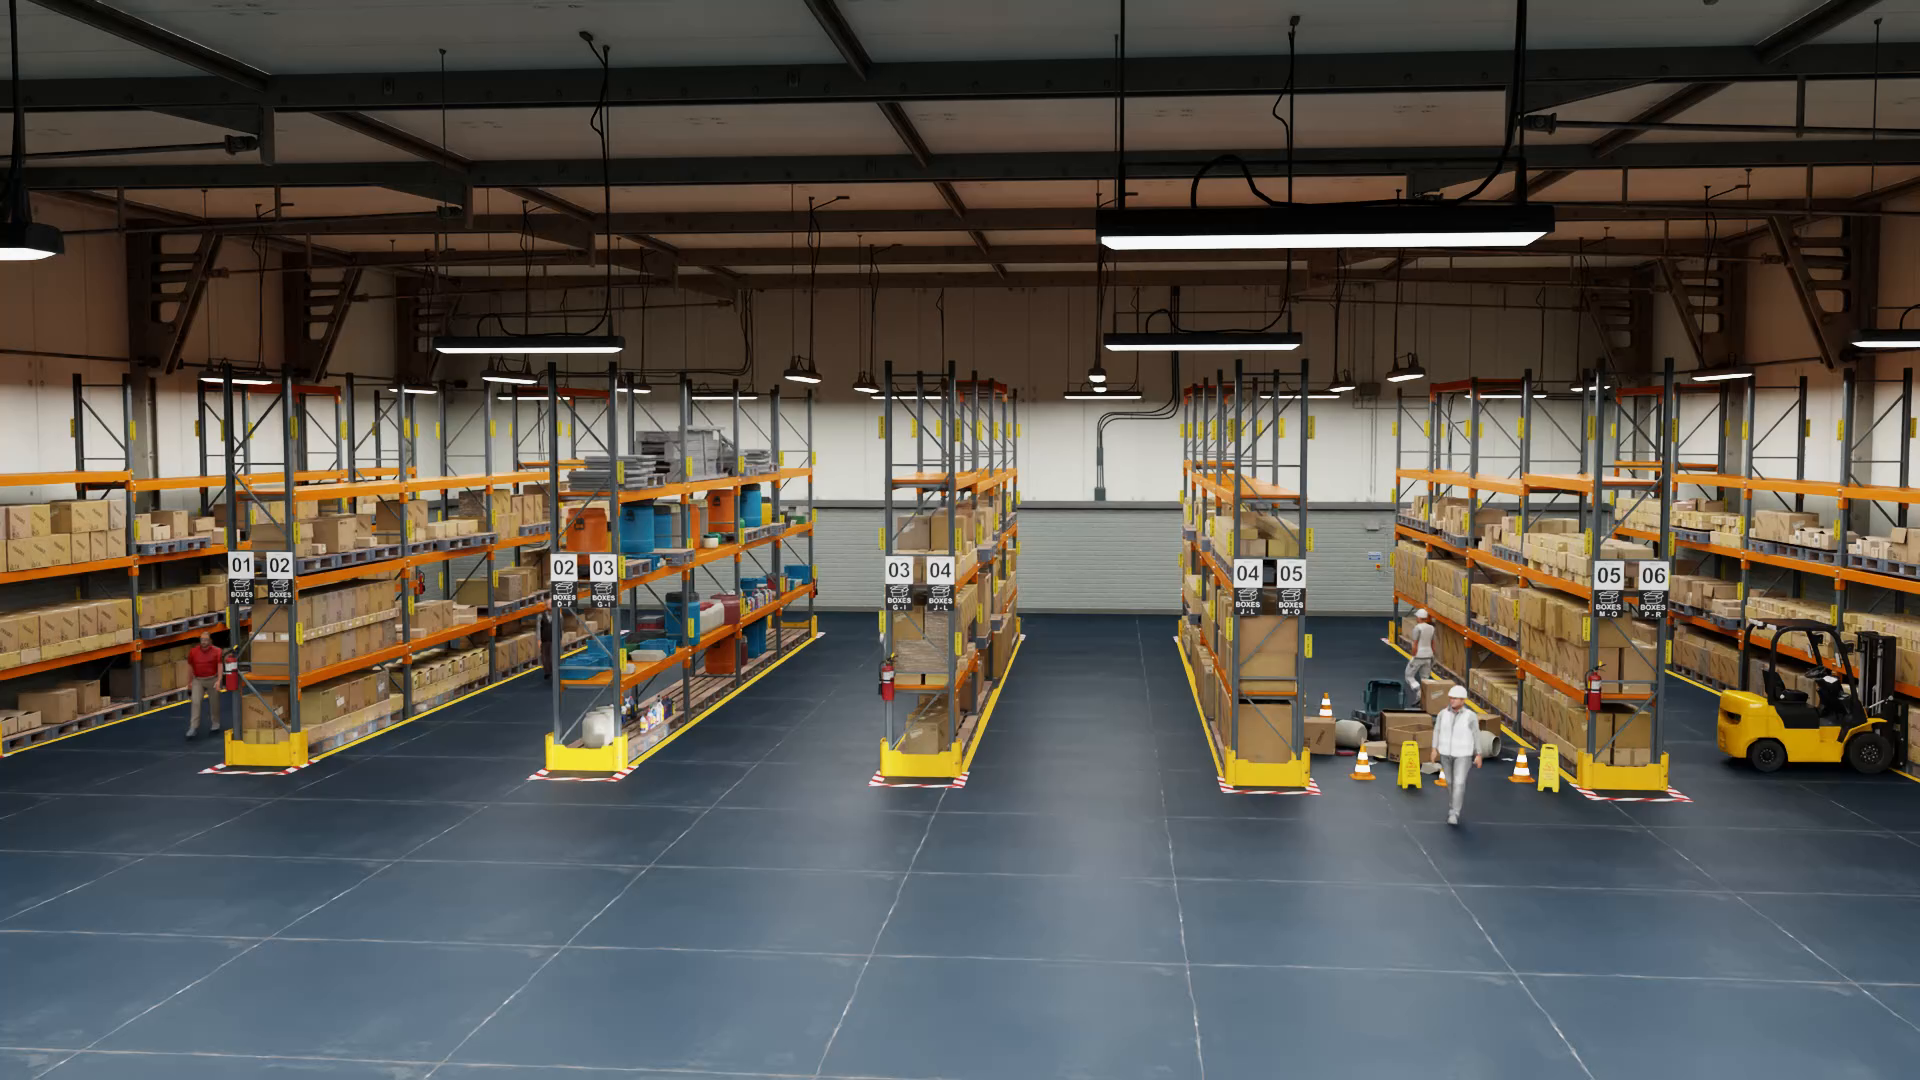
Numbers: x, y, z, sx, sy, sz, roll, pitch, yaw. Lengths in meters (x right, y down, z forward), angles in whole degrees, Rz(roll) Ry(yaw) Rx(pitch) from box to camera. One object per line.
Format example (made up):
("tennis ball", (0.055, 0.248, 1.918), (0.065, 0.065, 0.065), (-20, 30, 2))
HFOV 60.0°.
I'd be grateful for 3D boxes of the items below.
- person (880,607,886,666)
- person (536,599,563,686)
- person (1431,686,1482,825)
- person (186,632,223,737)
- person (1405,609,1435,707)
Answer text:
("person", (-1.333, 1.904, 33.503), (0.613, 1.714, 1.054), (0, 4, 2))
("person", (-8.067, 2.000, 32.688), (0.507, 1.682, 1.017), (0, 4, -4))
("person", (6.300, 2.724, 21.241), (0.581, 1.719, 0.989), (3, 5, 39))
("person", (-12.401, 2.342, 27.301), (0.575, 1.671, 1.044), (-1, 4, -16))
("person", (8.335, 2.137, 29.968), (0.602, 1.791, 0.467), (-2, 4, -28))
